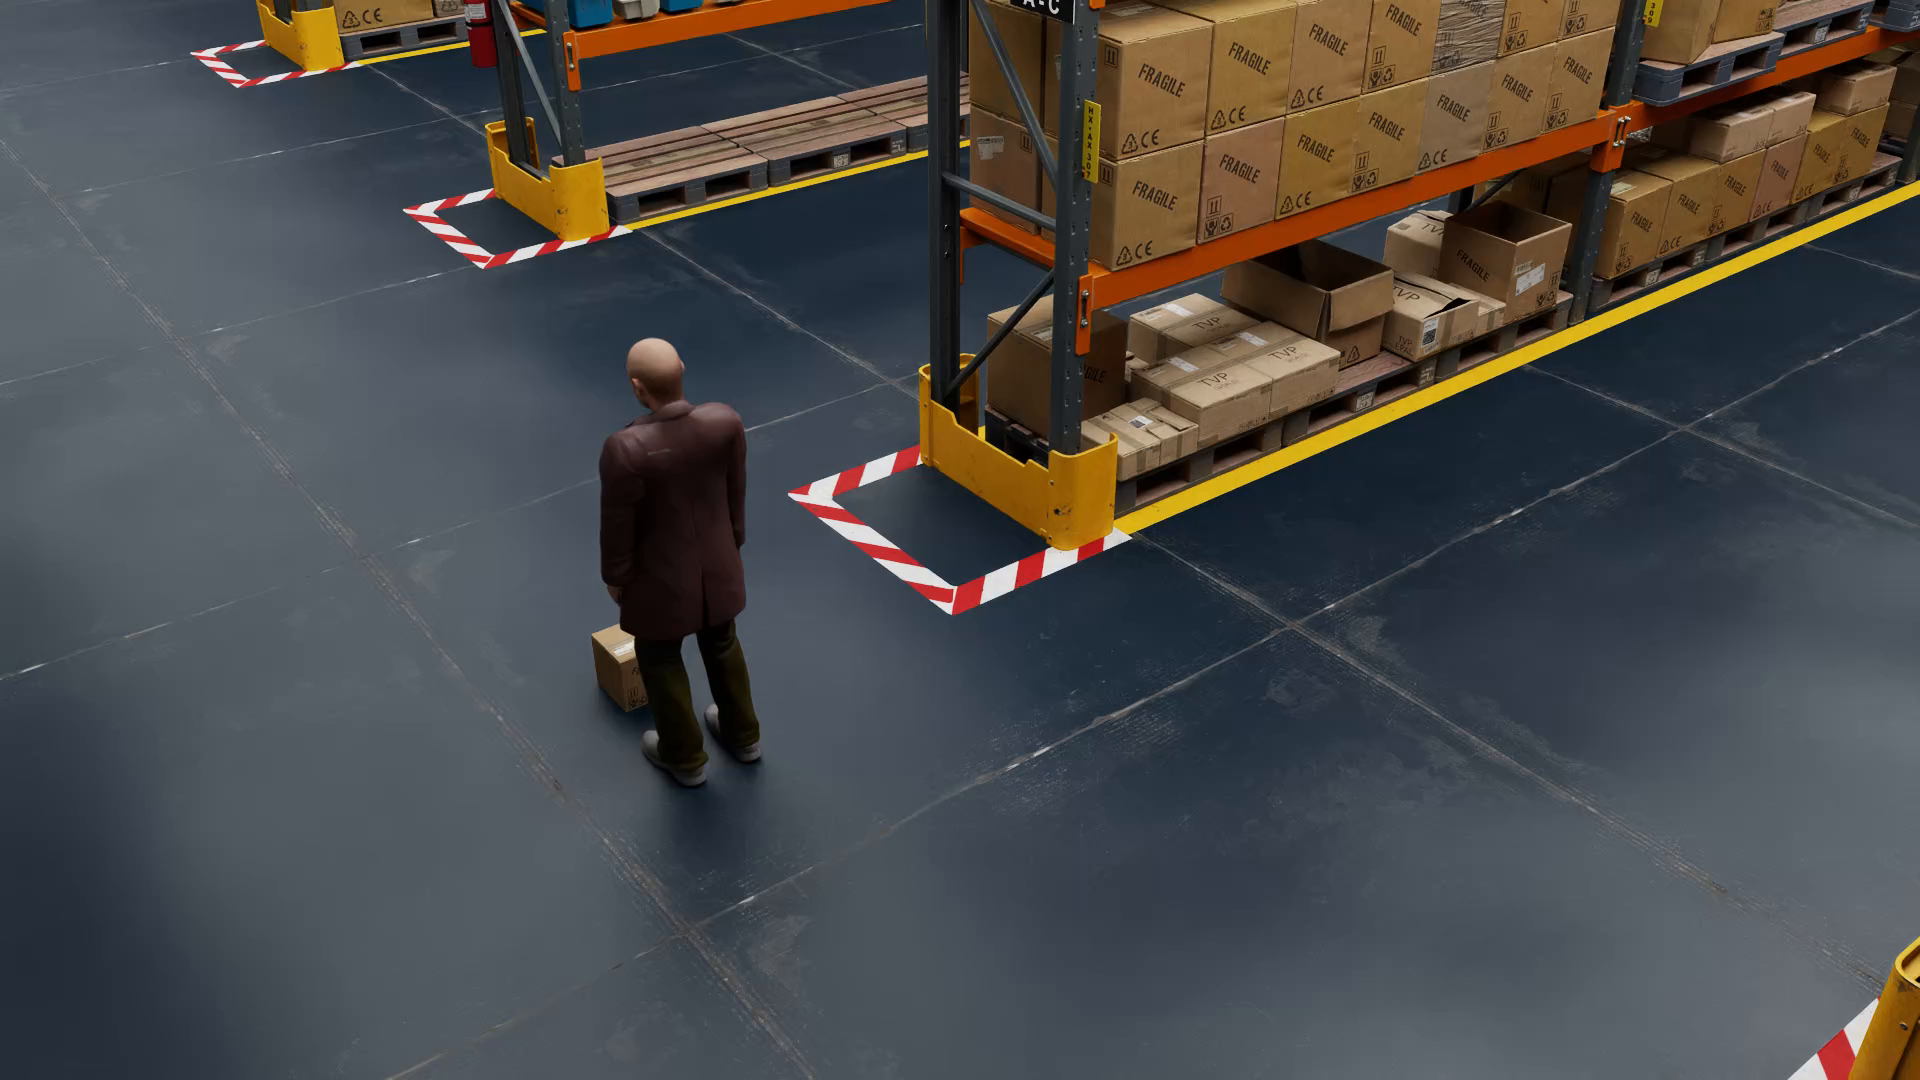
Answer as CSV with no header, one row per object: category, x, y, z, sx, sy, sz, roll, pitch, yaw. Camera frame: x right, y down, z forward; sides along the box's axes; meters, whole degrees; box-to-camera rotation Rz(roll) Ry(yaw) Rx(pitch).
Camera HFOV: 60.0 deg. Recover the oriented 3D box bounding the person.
person,-1.029,0.086,6.023,0.562,1.772,0.377,-21,38,-30
